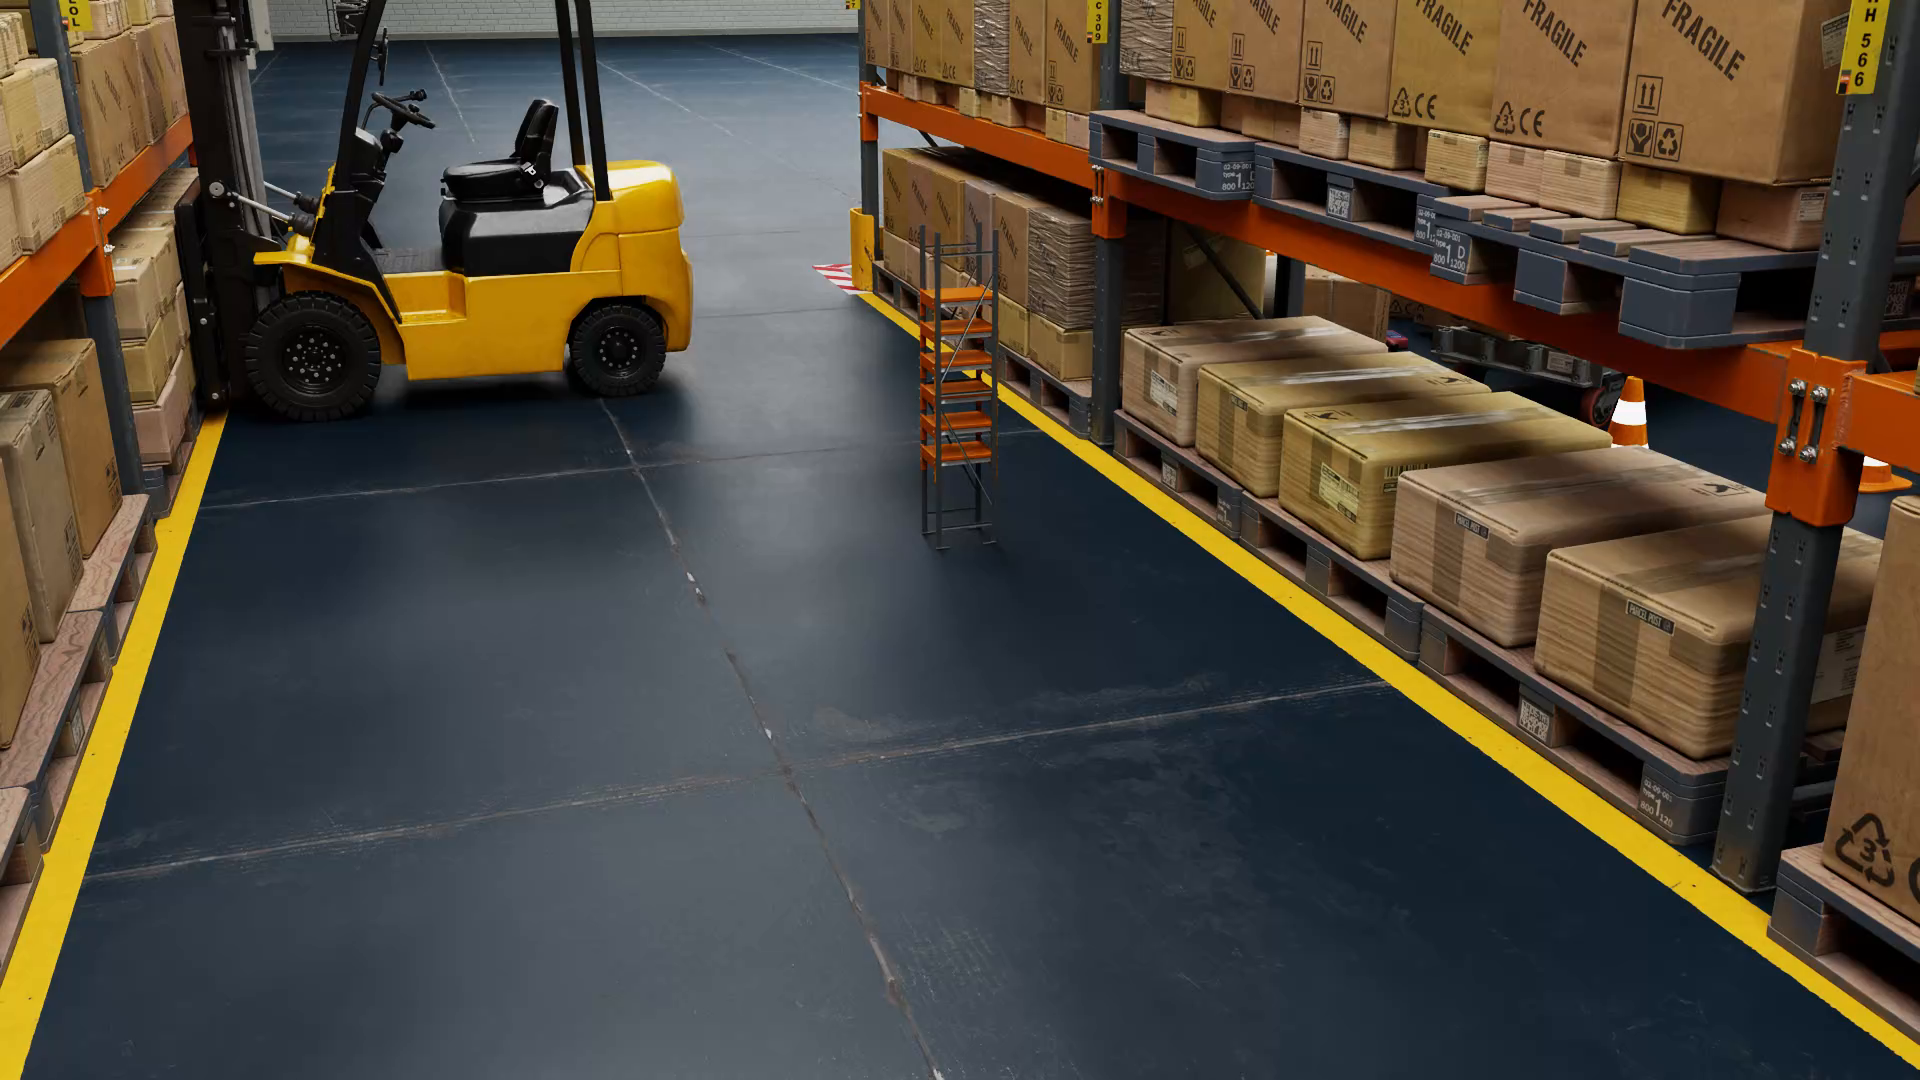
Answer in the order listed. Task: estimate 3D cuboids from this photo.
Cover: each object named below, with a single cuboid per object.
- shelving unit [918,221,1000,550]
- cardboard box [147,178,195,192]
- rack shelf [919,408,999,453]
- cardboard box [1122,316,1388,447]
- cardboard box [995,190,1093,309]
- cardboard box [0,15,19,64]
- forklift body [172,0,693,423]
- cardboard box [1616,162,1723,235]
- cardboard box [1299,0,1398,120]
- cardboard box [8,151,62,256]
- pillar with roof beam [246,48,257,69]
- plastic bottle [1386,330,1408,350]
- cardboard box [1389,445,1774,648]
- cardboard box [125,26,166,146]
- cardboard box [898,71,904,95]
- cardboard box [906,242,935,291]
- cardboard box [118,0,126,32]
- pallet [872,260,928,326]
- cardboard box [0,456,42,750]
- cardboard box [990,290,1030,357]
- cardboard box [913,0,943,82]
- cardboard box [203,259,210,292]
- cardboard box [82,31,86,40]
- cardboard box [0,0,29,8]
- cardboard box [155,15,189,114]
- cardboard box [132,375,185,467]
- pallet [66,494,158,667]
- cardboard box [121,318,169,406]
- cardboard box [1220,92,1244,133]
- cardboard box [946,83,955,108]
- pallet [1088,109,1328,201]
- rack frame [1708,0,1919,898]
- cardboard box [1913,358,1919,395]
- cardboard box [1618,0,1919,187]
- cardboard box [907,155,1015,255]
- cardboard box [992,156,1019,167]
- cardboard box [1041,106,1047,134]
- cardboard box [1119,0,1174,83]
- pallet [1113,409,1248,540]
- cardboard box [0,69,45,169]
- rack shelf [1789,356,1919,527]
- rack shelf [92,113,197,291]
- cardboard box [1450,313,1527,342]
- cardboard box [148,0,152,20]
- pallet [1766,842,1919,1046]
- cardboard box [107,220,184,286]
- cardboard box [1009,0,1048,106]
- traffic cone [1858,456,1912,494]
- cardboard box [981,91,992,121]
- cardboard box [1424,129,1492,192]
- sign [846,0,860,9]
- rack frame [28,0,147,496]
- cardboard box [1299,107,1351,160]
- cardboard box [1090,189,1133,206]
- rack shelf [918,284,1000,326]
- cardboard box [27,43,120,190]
[{"bbox_3d":[-0.005,-0.569,6.227,0.258,1.200,0.189,-6,21,-17],"label":"shelving unit"},{"bbox_3d":[-4.267,-1.756,8.836,0.500,0.250,0.500,-6,21,-16],"label":"cardboard box"},{"bbox_3d":[-0.005,-0.415,6.282,0.258,0.103,0.180,-6,21,-17],"label":"rack shelf"},{"bbox_3d":[1.261,-0.698,7.188,0.950,0.372,0.625,-6,21,-17],"label":"cardboard box"},{"bbox_3d":[0.492,-1.486,8.453,0.500,0.500,0.500,-6,21,-16],"label":"cardboard box"},{"bbox_3d":[-3.201,-1.562,5.220,0.380,0.149,0.250,-7,21,-18],"label":"cardboard box"},{"bbox_3d":[-2.546,-1.846,8.374,2.313,2.155,1.214,-6,21,-17],"label":"forklift body"},{"bbox_3d":[1.872,-0.859,4.122,0.380,0.149,0.250,-6,21,-16],"label":"cardboard box"},{"bbox_3d":[1.441,-1.624,5.292,0.500,0.500,0.500,-7,21,-19],"label":"cardboard box"},{"bbox_3d":[-3.047,-1.011,5.016,0.500,0.250,0.500,-7,21,-18],"label":"cardboard box"},{"bbox_3d":[-8.968,-13.323,30.198,9.100,9.000,0.400,-6,21,-17],"label":"pillar with roof beam"},{"bbox_3d":[2.469,-1.135,9.487,0.133,0.061,0.283,-3,20,-8],"label":"plastic bottle"},{"bbox_3d":[1.943,-0.001,5.247,0.950,0.372,0.625,-7,21,-18],"label":"cardboard box"},{"bbox_3d":[-3.986,-2.085,7.636,0.500,0.500,0.500,-6,21,-17],"label":"cardboard box"},{"bbox_3d":[-0.154,-2.766,10.052,0.380,0.149,0.250,-7,21,-19],"label":"cardboard box"},{"bbox_3d":[-0.019,-1.639,9.990,0.500,0.250,0.500,-6,21,-15],"label":"cardboard box"},{"bbox_3d":[-3.843,-2.273,7.199,0.380,0.149,0.250,-7,21,-19],"label":"cardboard box"},{"bbox_3d":[0.082,-1.587,10.524,1.003,0.211,1.213,-6,21,-17],"label":"pallet"},{"bbox_3d":[-2.968,0.201,4.312,0.875,0.625,0.625,-7,21,-19],"label":"cardboard box"},{"bbox_3d":[0.476,-1.140,8.598,0.500,0.250,0.500,-7,21,-19],"label":"cardboard box"},{"bbox_3d":[0.049,-2.865,9.367,0.500,0.500,0.500,-7,21,-18],"label":"cardboard box"},{"bbox_3d":[-4.095,-1.350,8.445,0.500,0.250,0.500,-7,21,-18],"label":"cardboard box"},{"bbox_3d":[-3.659,-2.023,6.503,0.380,0.149,0.250,-6,21,-17],"label":"cardboard box"},{"bbox_3d":[-3.436,-2.003,6.007,0.380,0.149,0.250,-6,21,-16],"label":"cardboard box"},{"bbox_3d":[-4.470,-2.577,9.006,0.500,0.500,0.500,-7,21,-18],"label":"cardboard box"},{"bbox_3d":[-3.455,-0.470,6.735,0.500,0.250,0.500,-6,21,-17],"label":"cardboard box"},{"bbox_3d":[-3.348,0.168,5.636,1.003,0.211,1.213,-6,21,-17],"label":"pallet"},{"bbox_3d":[-3.476,-0.703,6.644,0.500,0.250,0.500,-6,21,-17],"label":"cardboard box"},{"bbox_3d":[1.199,-1.610,6.211,0.380,0.149,0.250,-5,20,-14],"label":"cardboard box"},{"bbox_3d":[0.136,-2.522,9.372,0.380,0.149,0.250,-6,21,-15],"label":"cardboard box"},{"bbox_3d":[1.196,-1.554,6.589,1.003,0.211,1.213,-6,21,-17],"label":"pallet"},{"bbox_3d":[2.351,-0.621,3.709,1.000,3.000,0.127,-6,21,-17],"label":"rack frame"},{"bbox_3d":[2.266,-0.367,3.223,0.500,0.250,0.500,-7,21,-18],"label":"cardboard box"},{"bbox_3d":[1.944,-1.122,3.895,0.500,0.500,0.500,-7,21,-19],"label":"cardboard box"},{"bbox_3d":[0.004,-1.982,9.834,0.500,0.500,0.500,-7,21,-19],"label":"cardboard box"},{"bbox_3d":[0.503,-2.049,10.020,0.500,0.500,0.500,-6,21,-15],"label":"cardboard box"},{"bbox_3d":[0.611,-2.029,7.999,0.380,0.149,0.250,-6,21,-17],"label":"cardboard box"},{"bbox_3d":[0.969,-2.109,6.641,0.500,0.500,0.500,-6,21,-16],"label":"cardboard box"},{"bbox_3d":[1.340,-0.343,7.059,1.003,0.211,1.213,-6,21,-17],"label":"pallet"},{"bbox_3d":[-3.052,-1.246,4.931,0.500,0.250,0.500,-7,21,-19],"label":"cardboard box"},{"bbox_3d":[2.980,0.359,2.044,1.077,0.370,4.000,-6,21,-17],"label":"rack shelf"},{"bbox_3d":[-4.246,-1.680,7.720,1.077,0.370,4.000,-6,21,-17],"label":"rack shelf"},{"bbox_3d":[2.774,-1.284,8.131,0.500,0.500,0.500,-6,21,-17],"label":"cardboard box"},{"bbox_3d":[-4.172,-2.601,8.113,0.380,0.149,0.250,-7,21,-19],"label":"cardboard box"},{"bbox_3d":[2.527,0.952,3.454,1.003,0.211,1.213,-6,21,-17],"label":"pallet"},{"bbox_3d":[-3.790,-1.263,7.462,0.500,0.250,0.500,-6,21,-15],"label":"cardboard box"},{"bbox_3d":[0.550,-2.373,7.997,0.500,0.500,0.500,-6,21,-15],"label":"cardboard box"},{"bbox_3d":[3.853,-0.475,7.055,0.336,0.463,0.334,-6,21,-17],"label":"traffic cone"},{"bbox_3d":[0.329,-2.268,8.666,0.380,0.149,0.250,-7,21,-18],"label":"cardboard box"},{"bbox_3d":[1.579,-1.104,4.803,0.380,0.149,0.250,-6,21,-16],"label":"cardboard box"},{"bbox_3d":[-0.678,-3.538,10.550,0.100,0.325,0.005,-6,21,-17],"label":"sign"},{"bbox_3d":[-3.617,-1.376,5.811,1.000,3.000,0.127,-6,21,-17],"label":"rack frame"},{"bbox_3d":[1.351,-1.352,5.494,0.380,0.149,0.250,-6,20,-15],"label":"cardboard box"},{"bbox_3d":[0.985,-1.550,8.632,0.500,0.500,0.500,-6,20,-15],"label":"cardboard box"},{"bbox_3d":[-0.005,-0.866,6.120,0.258,0.103,0.180,-6,21,-17],"label":"rack shelf"},{"bbox_3d":[-3.509,-1.594,6.268,0.500,0.500,0.500,-7,21,-19],"label":"cardboard box"}]
